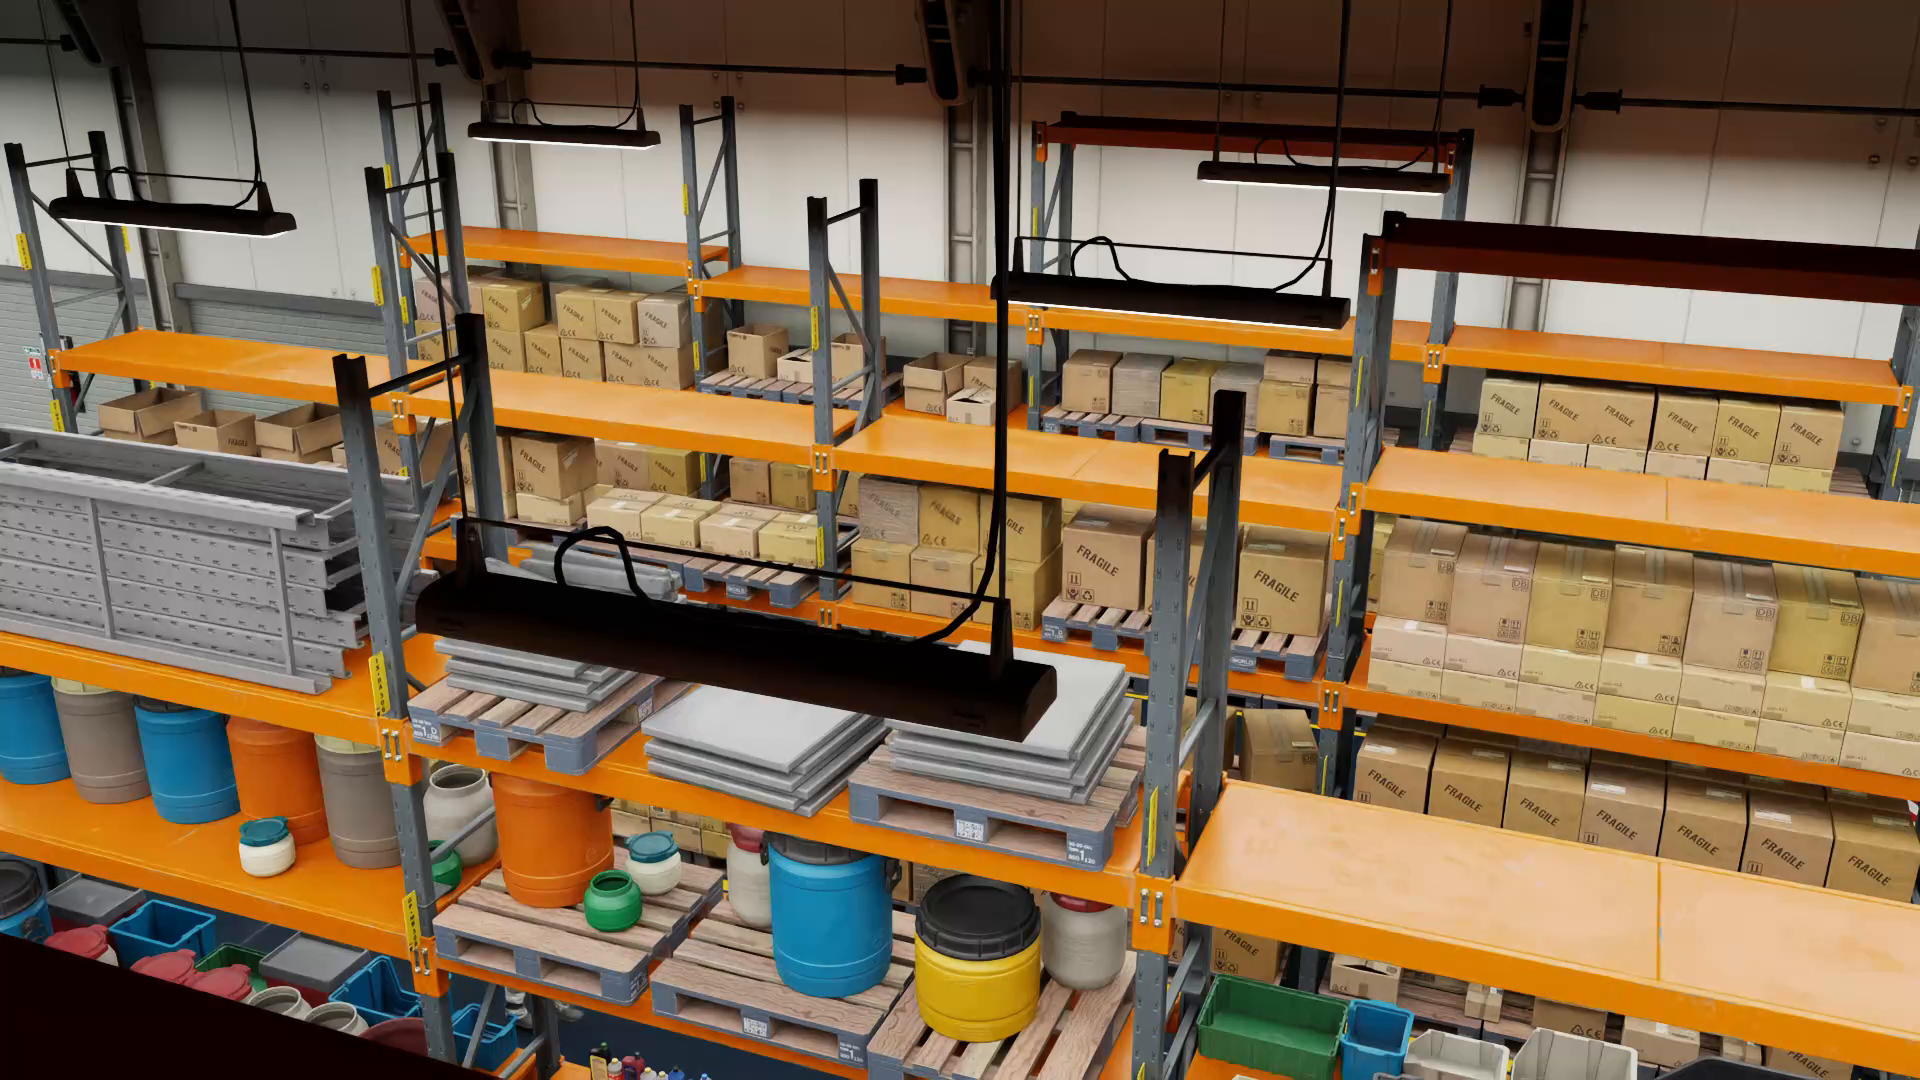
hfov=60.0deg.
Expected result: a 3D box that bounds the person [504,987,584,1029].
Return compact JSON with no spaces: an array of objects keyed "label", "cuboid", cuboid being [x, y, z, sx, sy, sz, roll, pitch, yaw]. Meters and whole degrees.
[{"label":"person","cuboid":[-3.190,2.888,12.328,0.542,1.808,0.551,4,21,10]}]
